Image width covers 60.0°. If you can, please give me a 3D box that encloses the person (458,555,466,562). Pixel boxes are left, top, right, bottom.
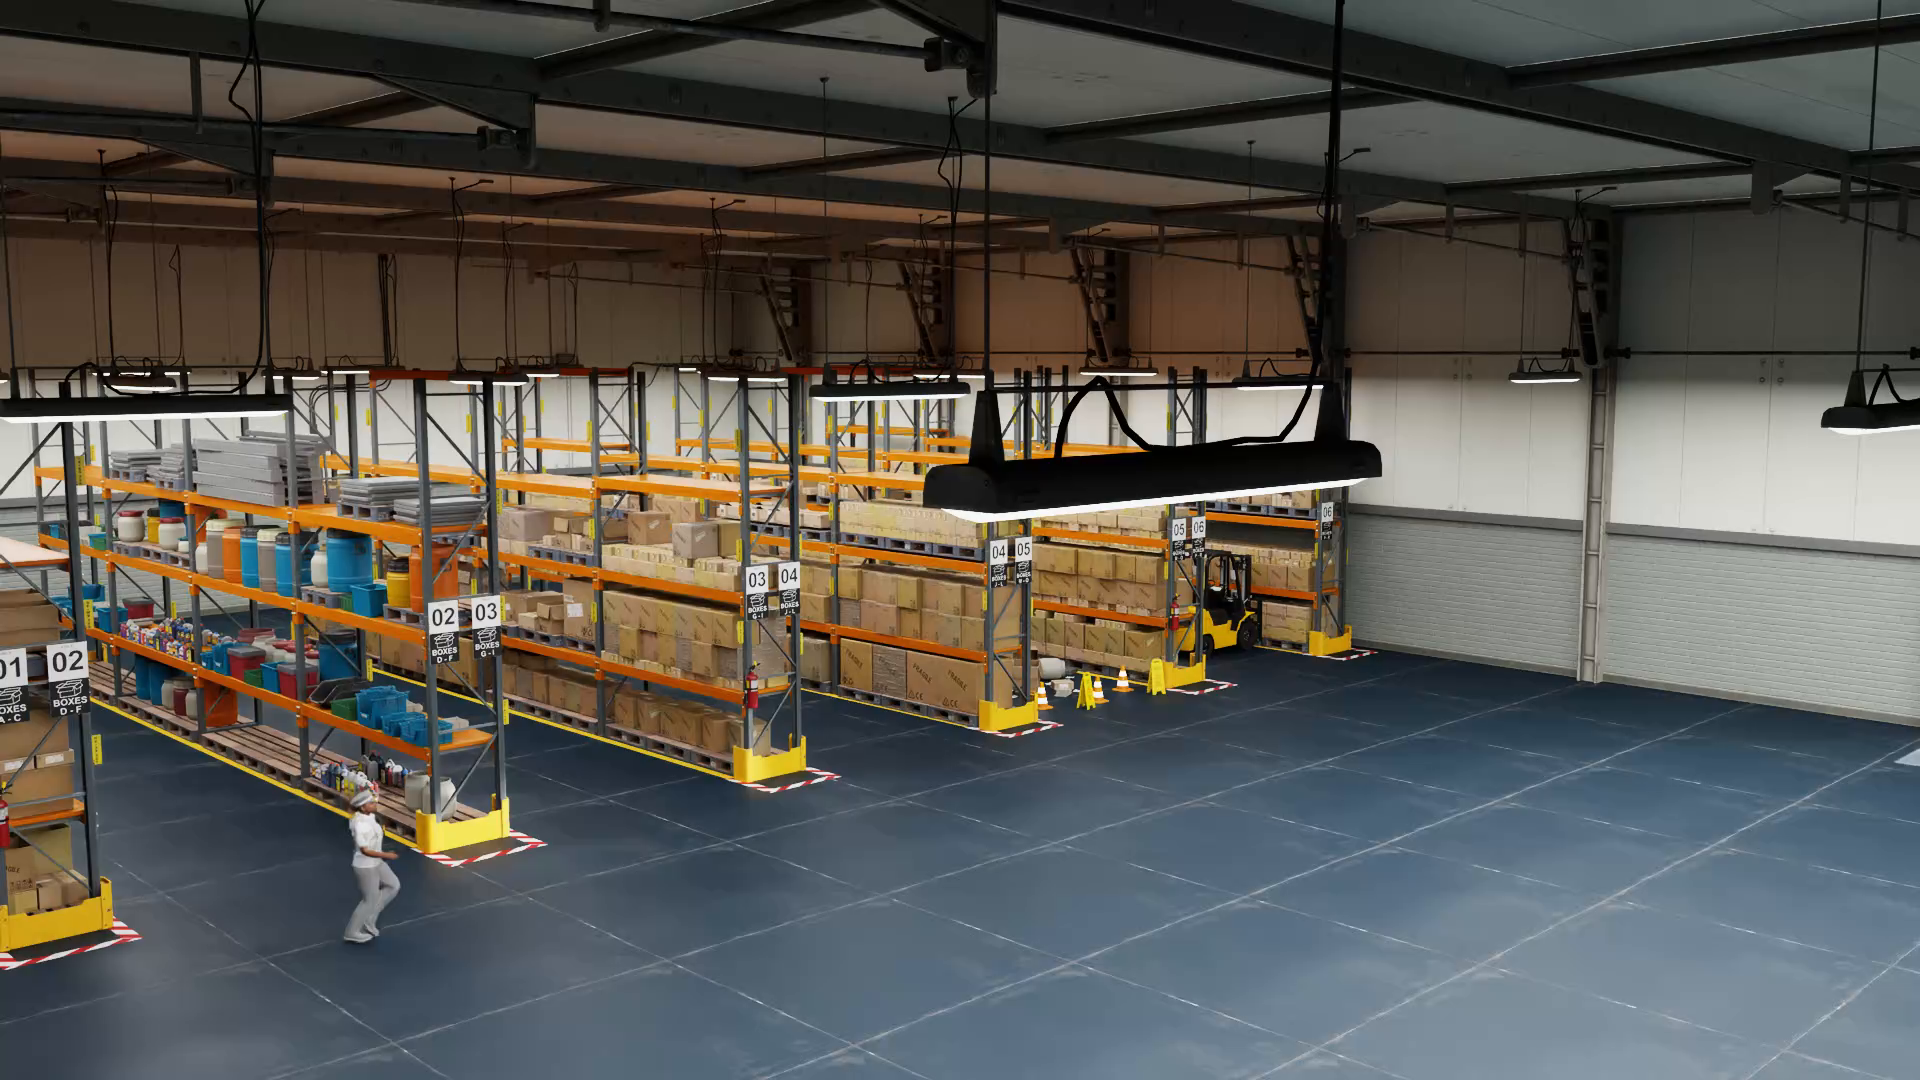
[{"bbox_3d":[-11.568,1.154,38.522,0.632,1.629,0.952,-1,6,-6],"label":"person"}]

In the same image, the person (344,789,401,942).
[{"bbox_3d":[-6.343,3.483,17.921,0.590,1.662,0.586,-2,7,-14],"label":"person"}]
